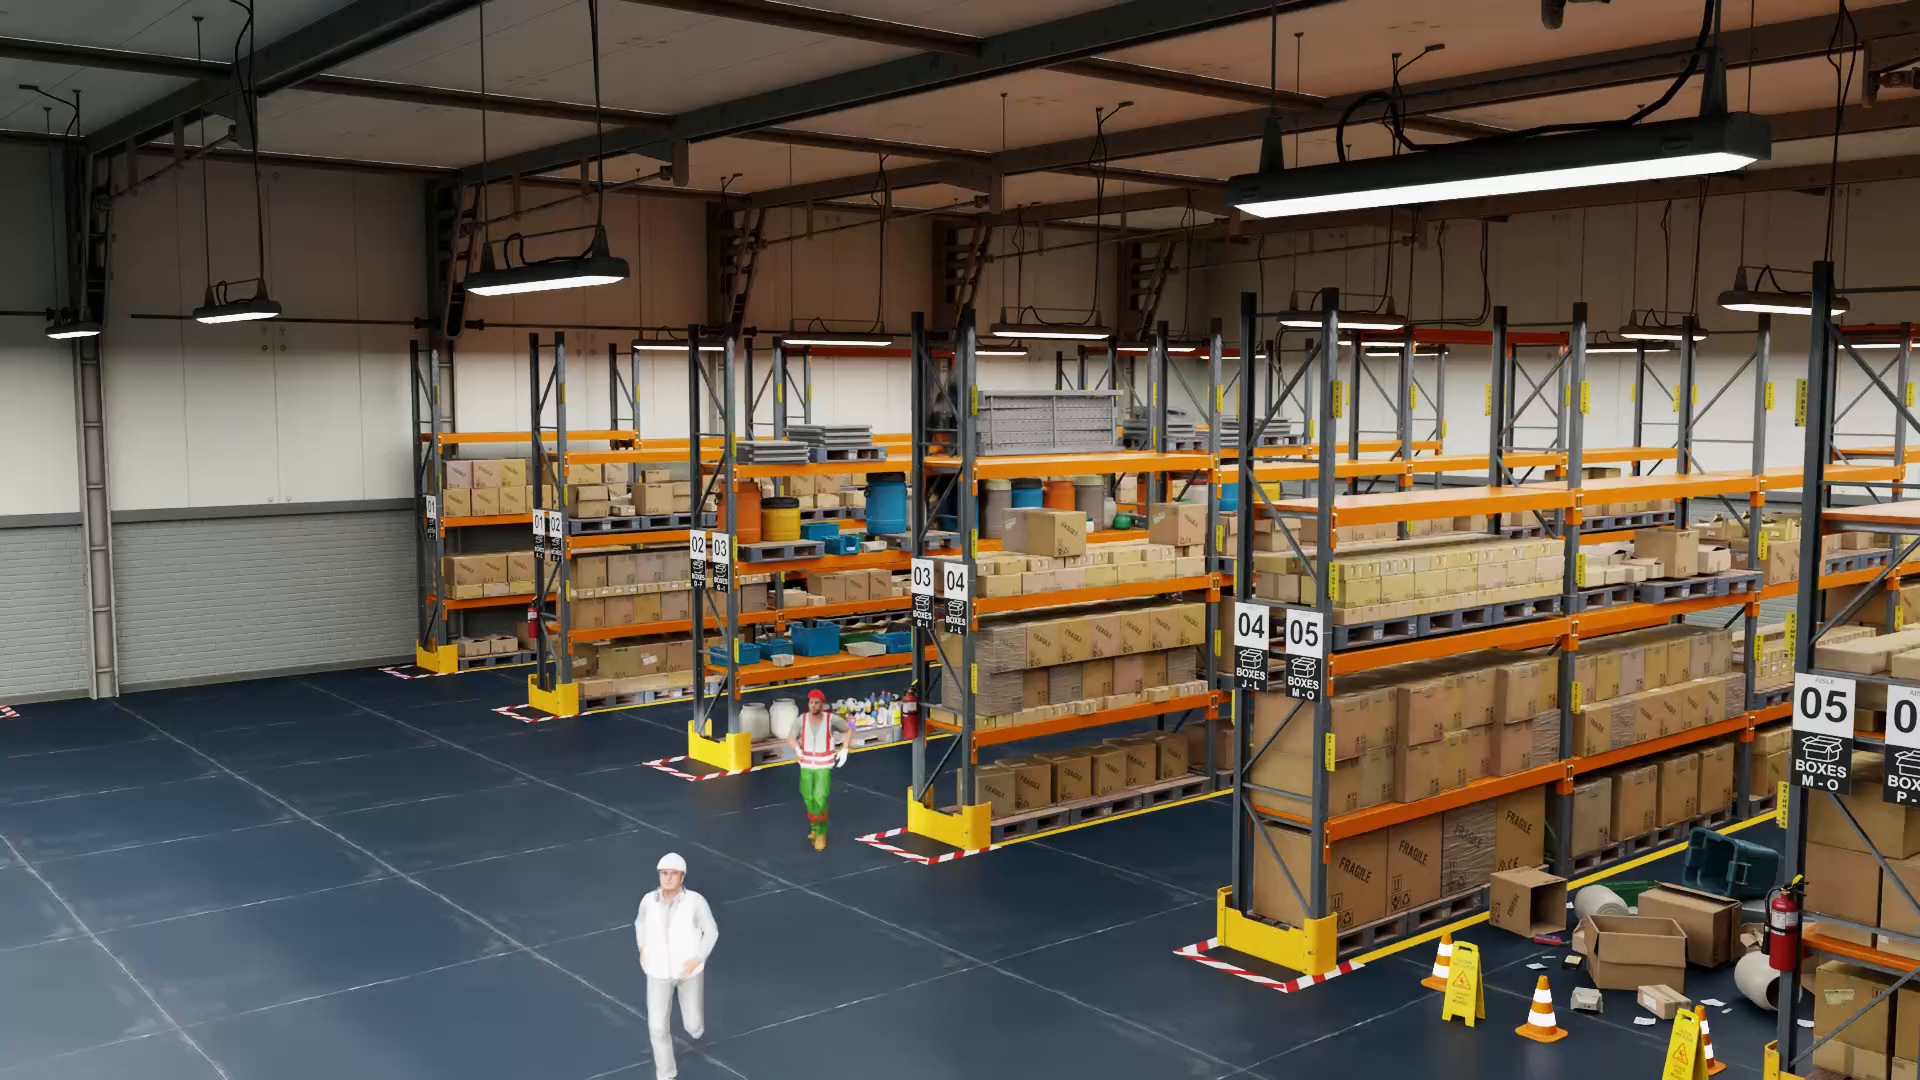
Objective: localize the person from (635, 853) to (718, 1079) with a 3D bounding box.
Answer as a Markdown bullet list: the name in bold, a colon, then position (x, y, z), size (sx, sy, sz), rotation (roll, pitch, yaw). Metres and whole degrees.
- **person**: position (-2.127, 3.184, 12.325), size (0.602, 1.759, 0.992), rotation (0, 5, -2)

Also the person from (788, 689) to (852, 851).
- **person**: position (-1.591, 2.574, 18.593), size (0.677, 1.832, 0.735), rotation (1, 5, 10)
